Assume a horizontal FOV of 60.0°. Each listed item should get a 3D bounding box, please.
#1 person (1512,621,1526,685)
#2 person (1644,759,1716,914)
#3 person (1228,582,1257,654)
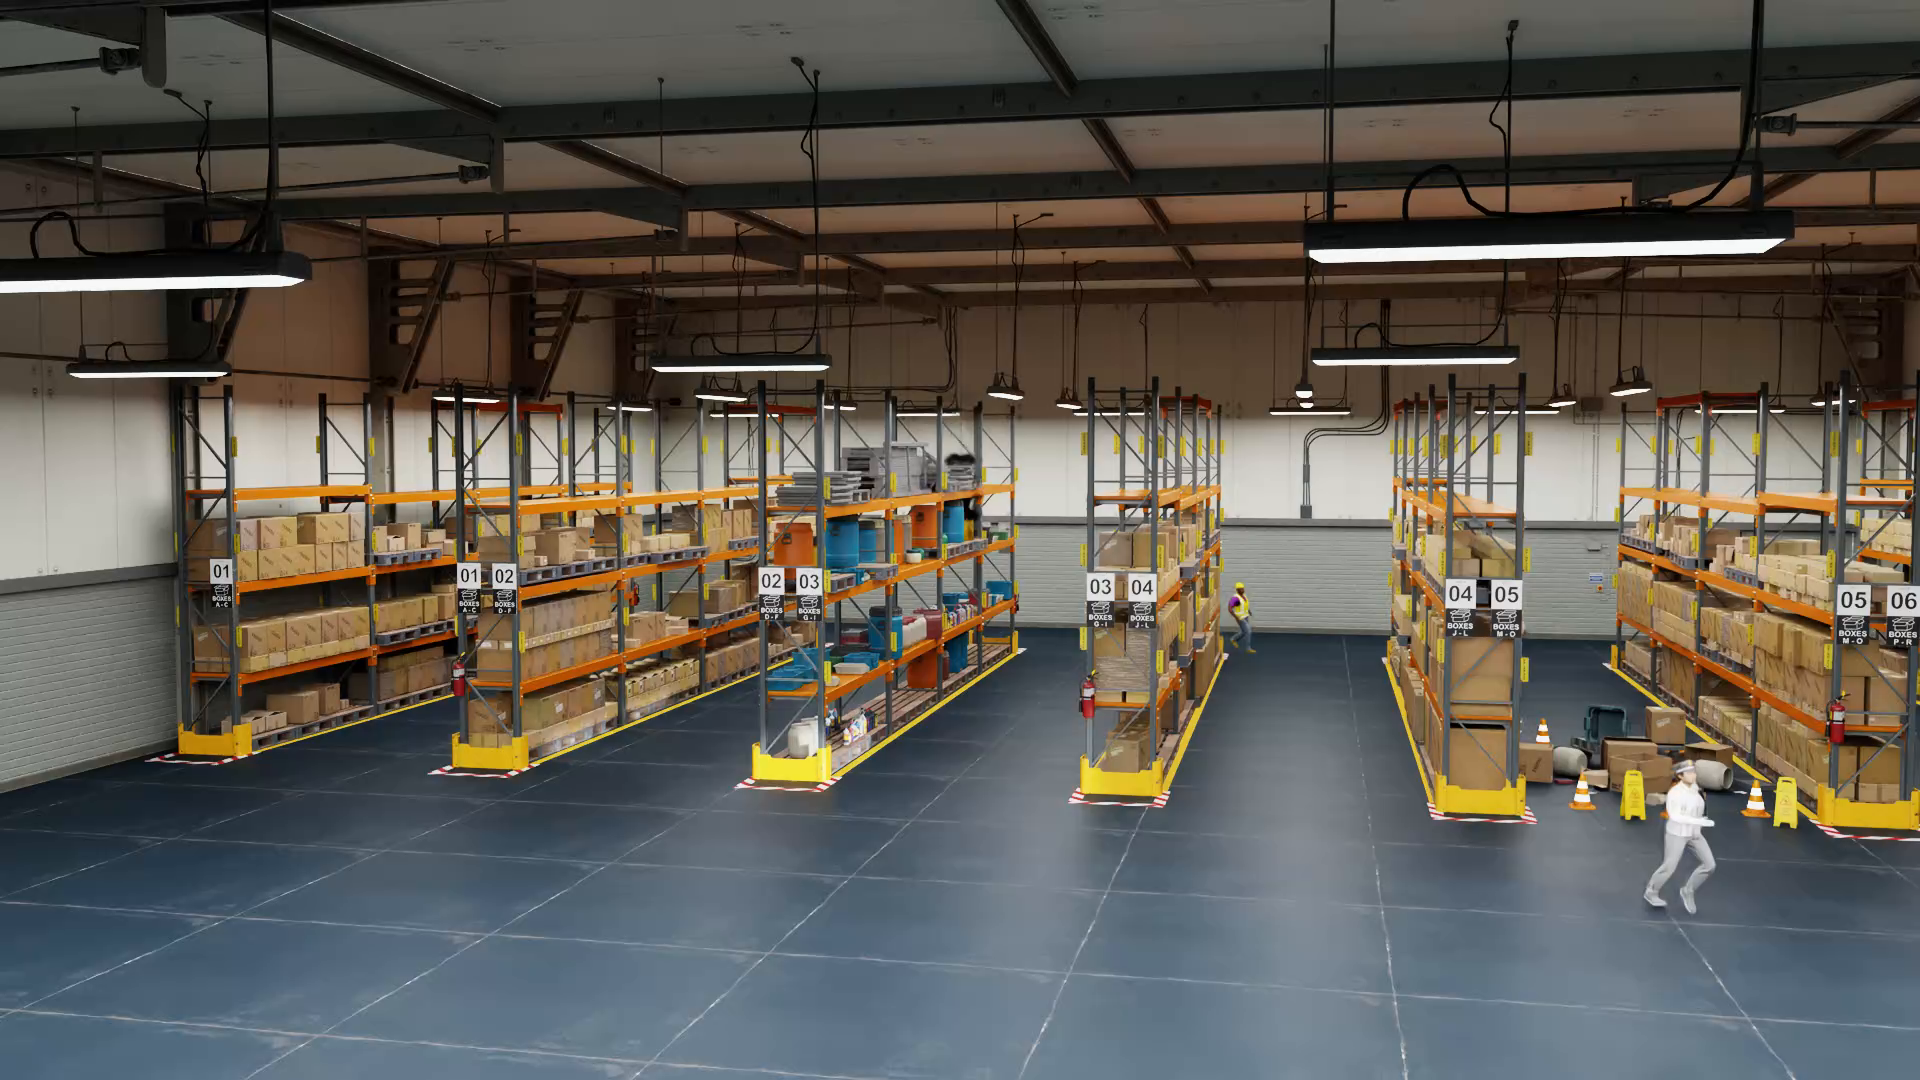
[{"bbox_3d":[11.486,2.222,34.566,0.549,1.714,0.728,1,3,10],"label":"person"},{"bbox_3d":[7.765,3.145,17.781,0.622,1.650,0.803,-1,4,-25],"label":"person"},{"bbox_3d":[6.768,1.885,40.317,0.781,1.727,0.754,3,4,39],"label":"person"}]
